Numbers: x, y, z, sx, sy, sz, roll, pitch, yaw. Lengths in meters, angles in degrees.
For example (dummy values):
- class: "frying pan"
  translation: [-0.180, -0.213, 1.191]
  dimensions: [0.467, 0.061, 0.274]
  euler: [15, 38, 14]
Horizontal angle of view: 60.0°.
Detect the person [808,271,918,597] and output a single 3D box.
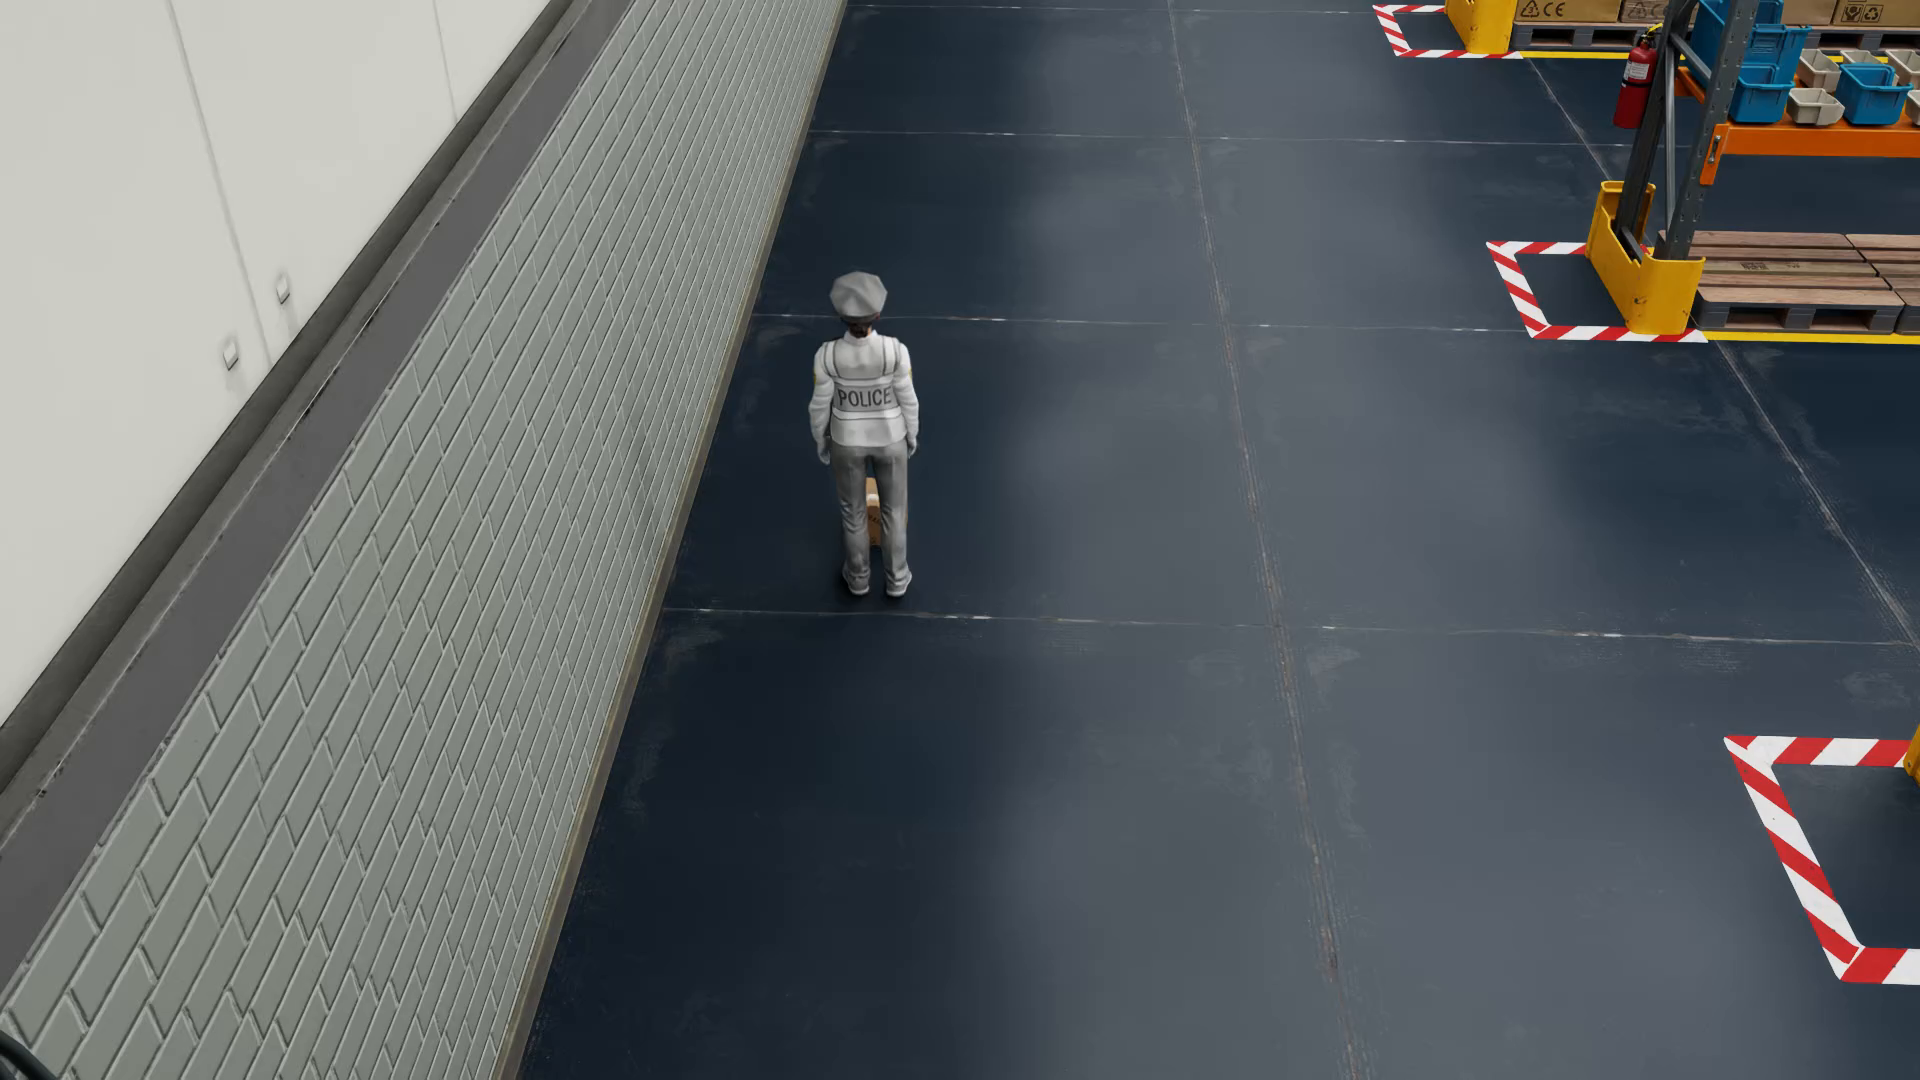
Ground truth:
- class: "person"
  translation: [-0.440, -0.454, 7.693]
  dimensions: [0.498, 1.705, 0.376]
  euler: [-2, 36, -2]
